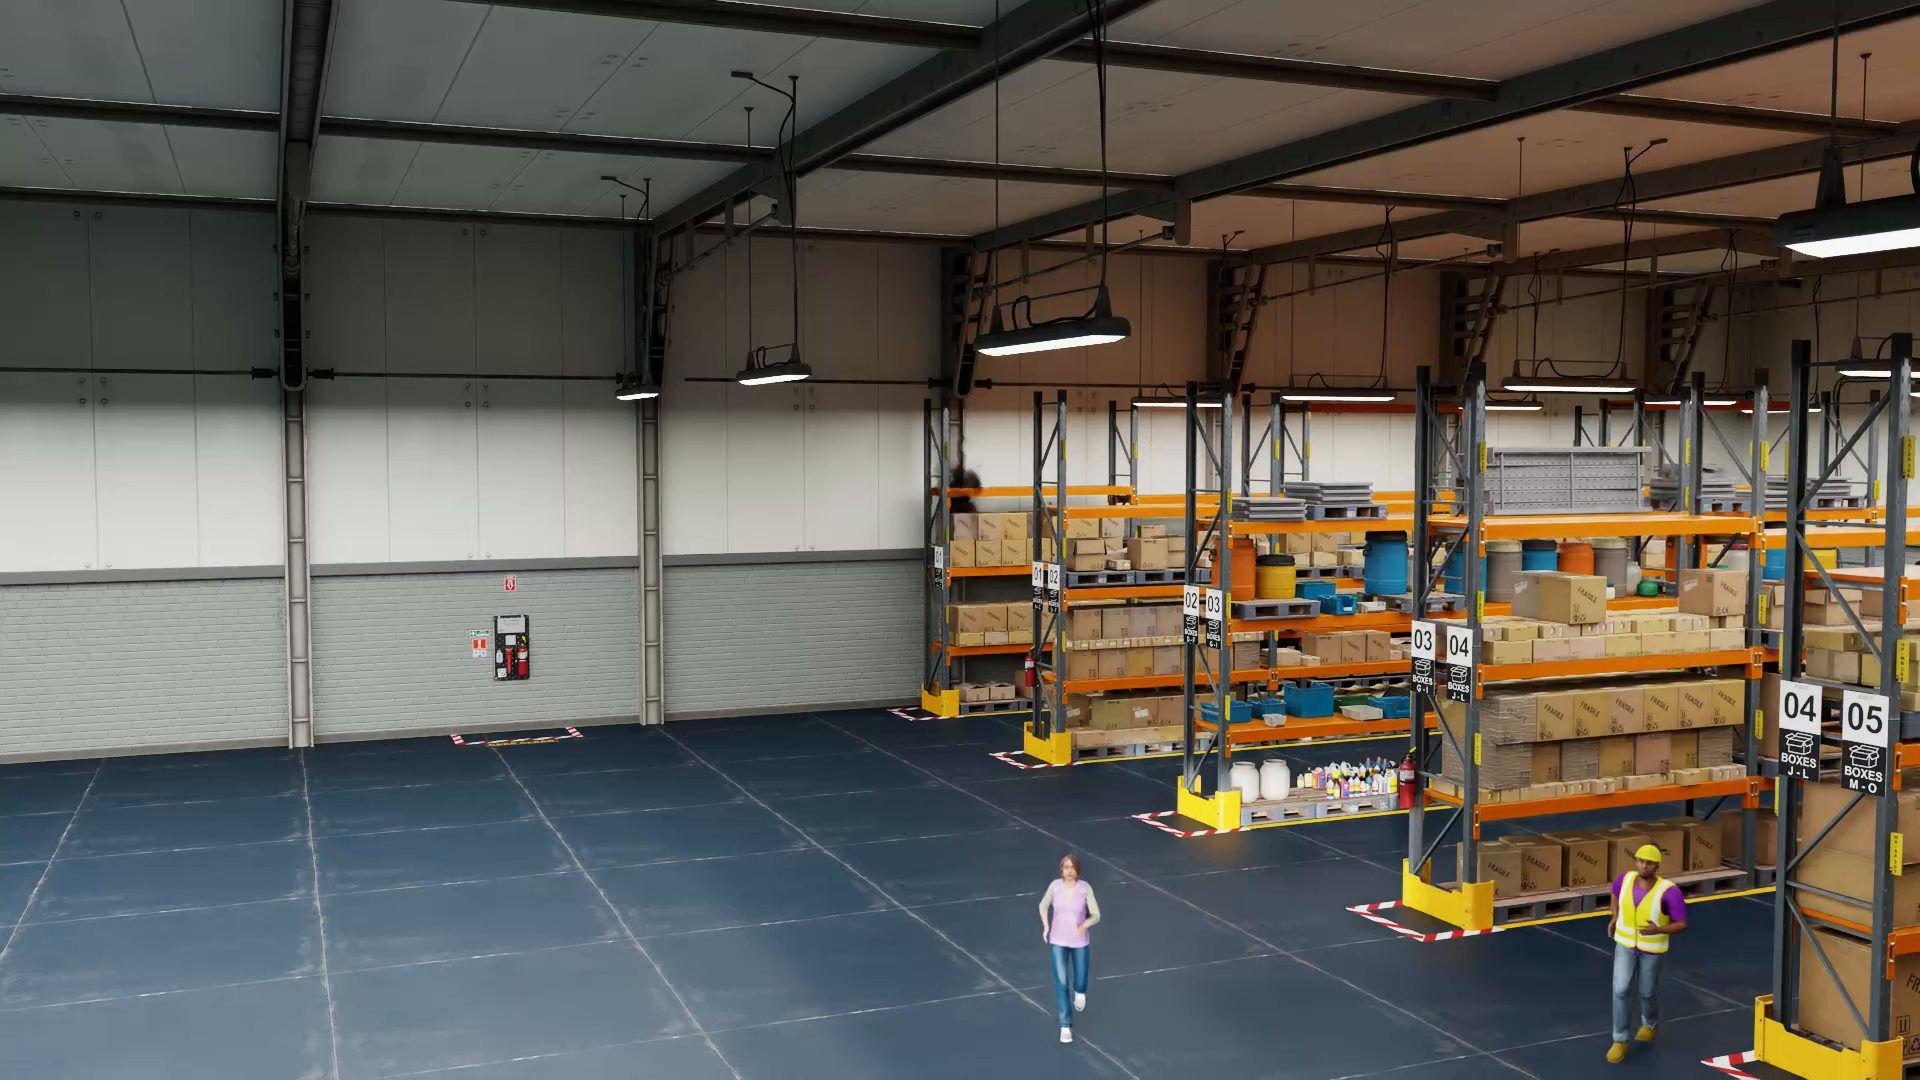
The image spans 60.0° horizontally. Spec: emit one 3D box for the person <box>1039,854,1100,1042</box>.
[{"bbox_3d":[0.953,3.522,14.558,0.546,1.561,0.743,0,3,7],"label":"person"}]

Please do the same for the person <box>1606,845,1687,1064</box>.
[{"bbox_3d":[5.762,3.447,14.009,0.683,1.792,0.783,3,4,37],"label":"person"}]
